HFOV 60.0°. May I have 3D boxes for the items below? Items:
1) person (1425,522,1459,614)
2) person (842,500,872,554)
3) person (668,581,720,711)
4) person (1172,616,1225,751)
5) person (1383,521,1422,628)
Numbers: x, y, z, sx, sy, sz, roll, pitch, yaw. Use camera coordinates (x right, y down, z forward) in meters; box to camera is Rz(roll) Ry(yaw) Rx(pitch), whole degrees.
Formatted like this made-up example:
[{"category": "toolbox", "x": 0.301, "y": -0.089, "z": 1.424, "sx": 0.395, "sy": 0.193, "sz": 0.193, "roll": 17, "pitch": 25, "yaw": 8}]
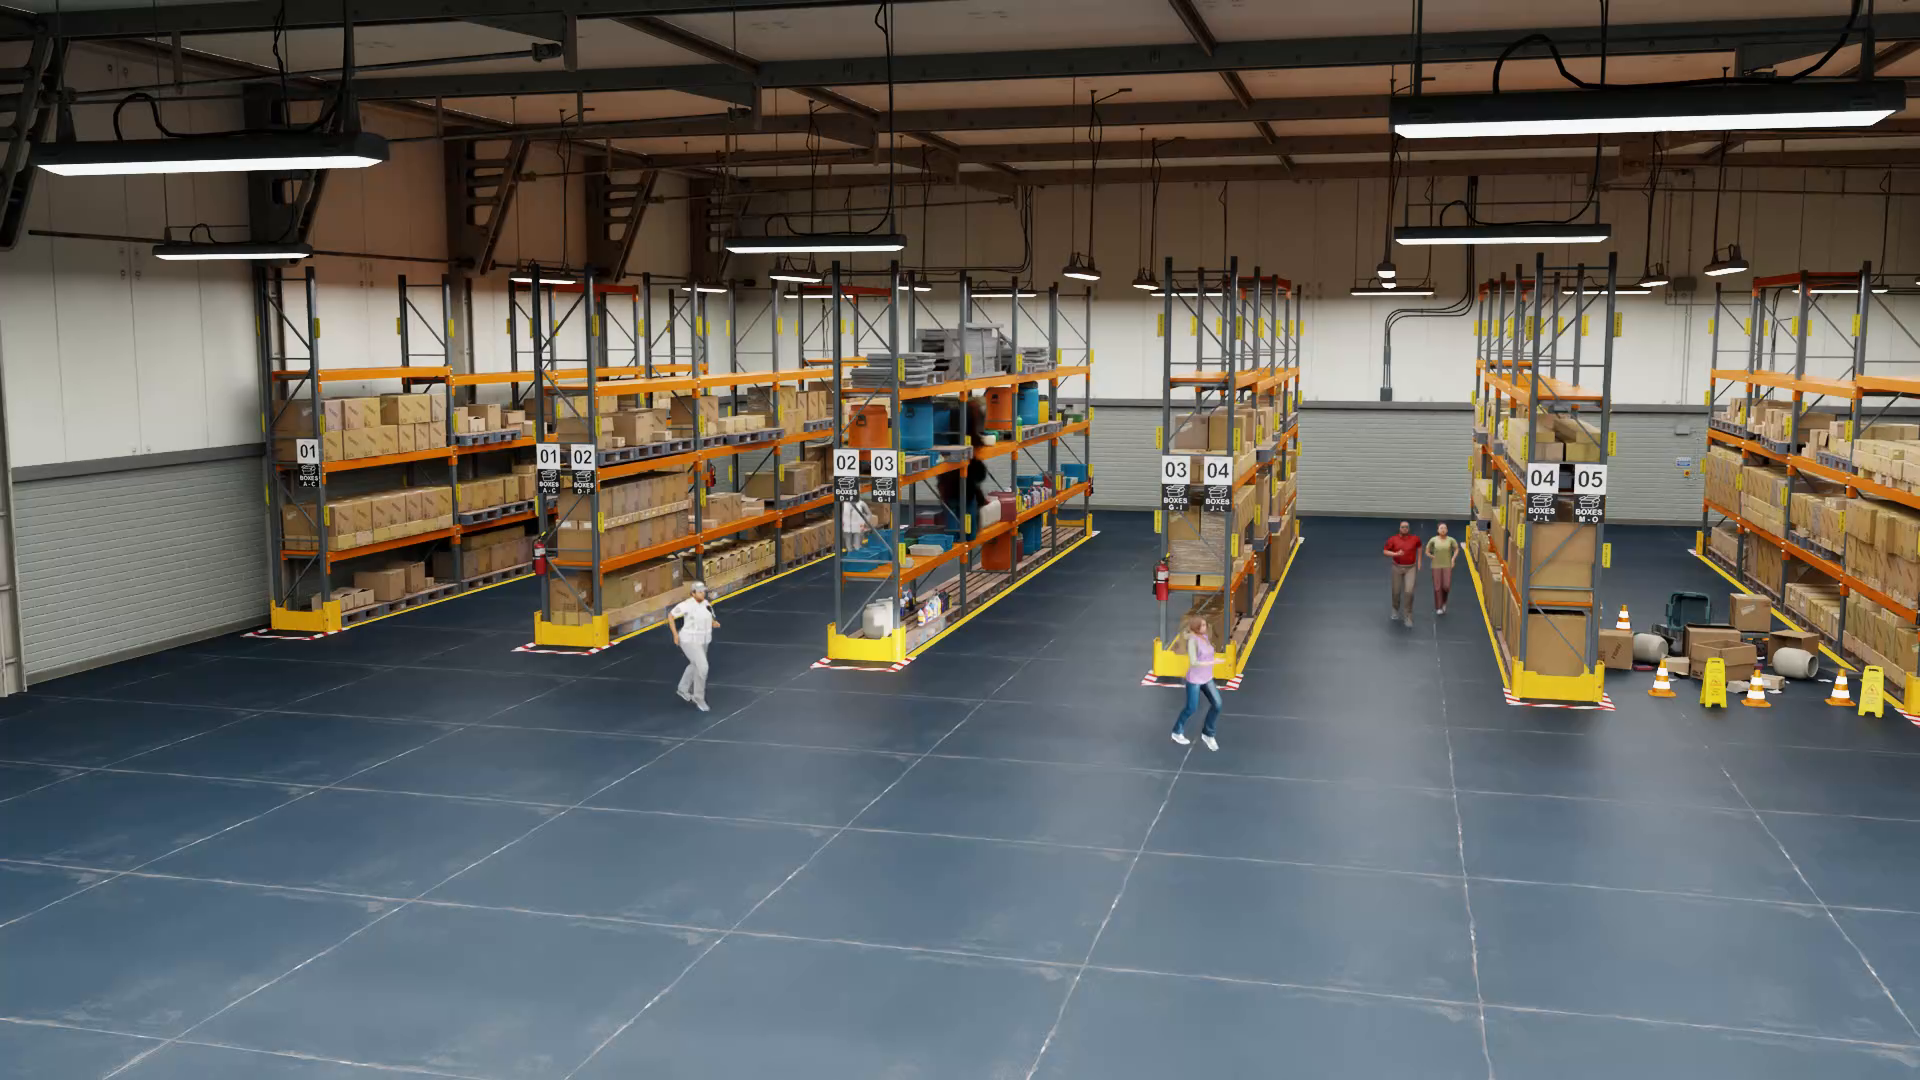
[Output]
[{"category": "person", "x": 8.452, "y": 0.500, "z": 29.150, "sx": 0.589, "sy": 1.630, "sz": 0.516, "roll": 1, "pitch": 7, "yaw": 12}, {"category": "person", "x": -2.035, "y": -0.154, "z": 31.661, "sx": 0.635, "sy": 1.773, "sz": 0.567, "roll": 2, "pitch": 7, "yaw": 13}, {"category": "person", "x": -3.499, "y": 1.399, "z": 22.047, "sx": 0.821, "sy": 1.724, "sz": 0.570, "roll": 5, "pitch": 9, "yaw": 33}, {"category": "person", "x": 2.854, "y": 1.712, "z": 19.796, "sx": 0.699, "sy": 1.644, "sz": 0.520, "roll": 7, "pitch": 10, "yaw": 44}, {"category": "person", "x": 7.527, "y": 0.559, "z": 28.301, "sx": 0.664, "sy": 1.792, "sz": 0.847, "roll": 1, "pitch": 7, "yaw": 11}]
